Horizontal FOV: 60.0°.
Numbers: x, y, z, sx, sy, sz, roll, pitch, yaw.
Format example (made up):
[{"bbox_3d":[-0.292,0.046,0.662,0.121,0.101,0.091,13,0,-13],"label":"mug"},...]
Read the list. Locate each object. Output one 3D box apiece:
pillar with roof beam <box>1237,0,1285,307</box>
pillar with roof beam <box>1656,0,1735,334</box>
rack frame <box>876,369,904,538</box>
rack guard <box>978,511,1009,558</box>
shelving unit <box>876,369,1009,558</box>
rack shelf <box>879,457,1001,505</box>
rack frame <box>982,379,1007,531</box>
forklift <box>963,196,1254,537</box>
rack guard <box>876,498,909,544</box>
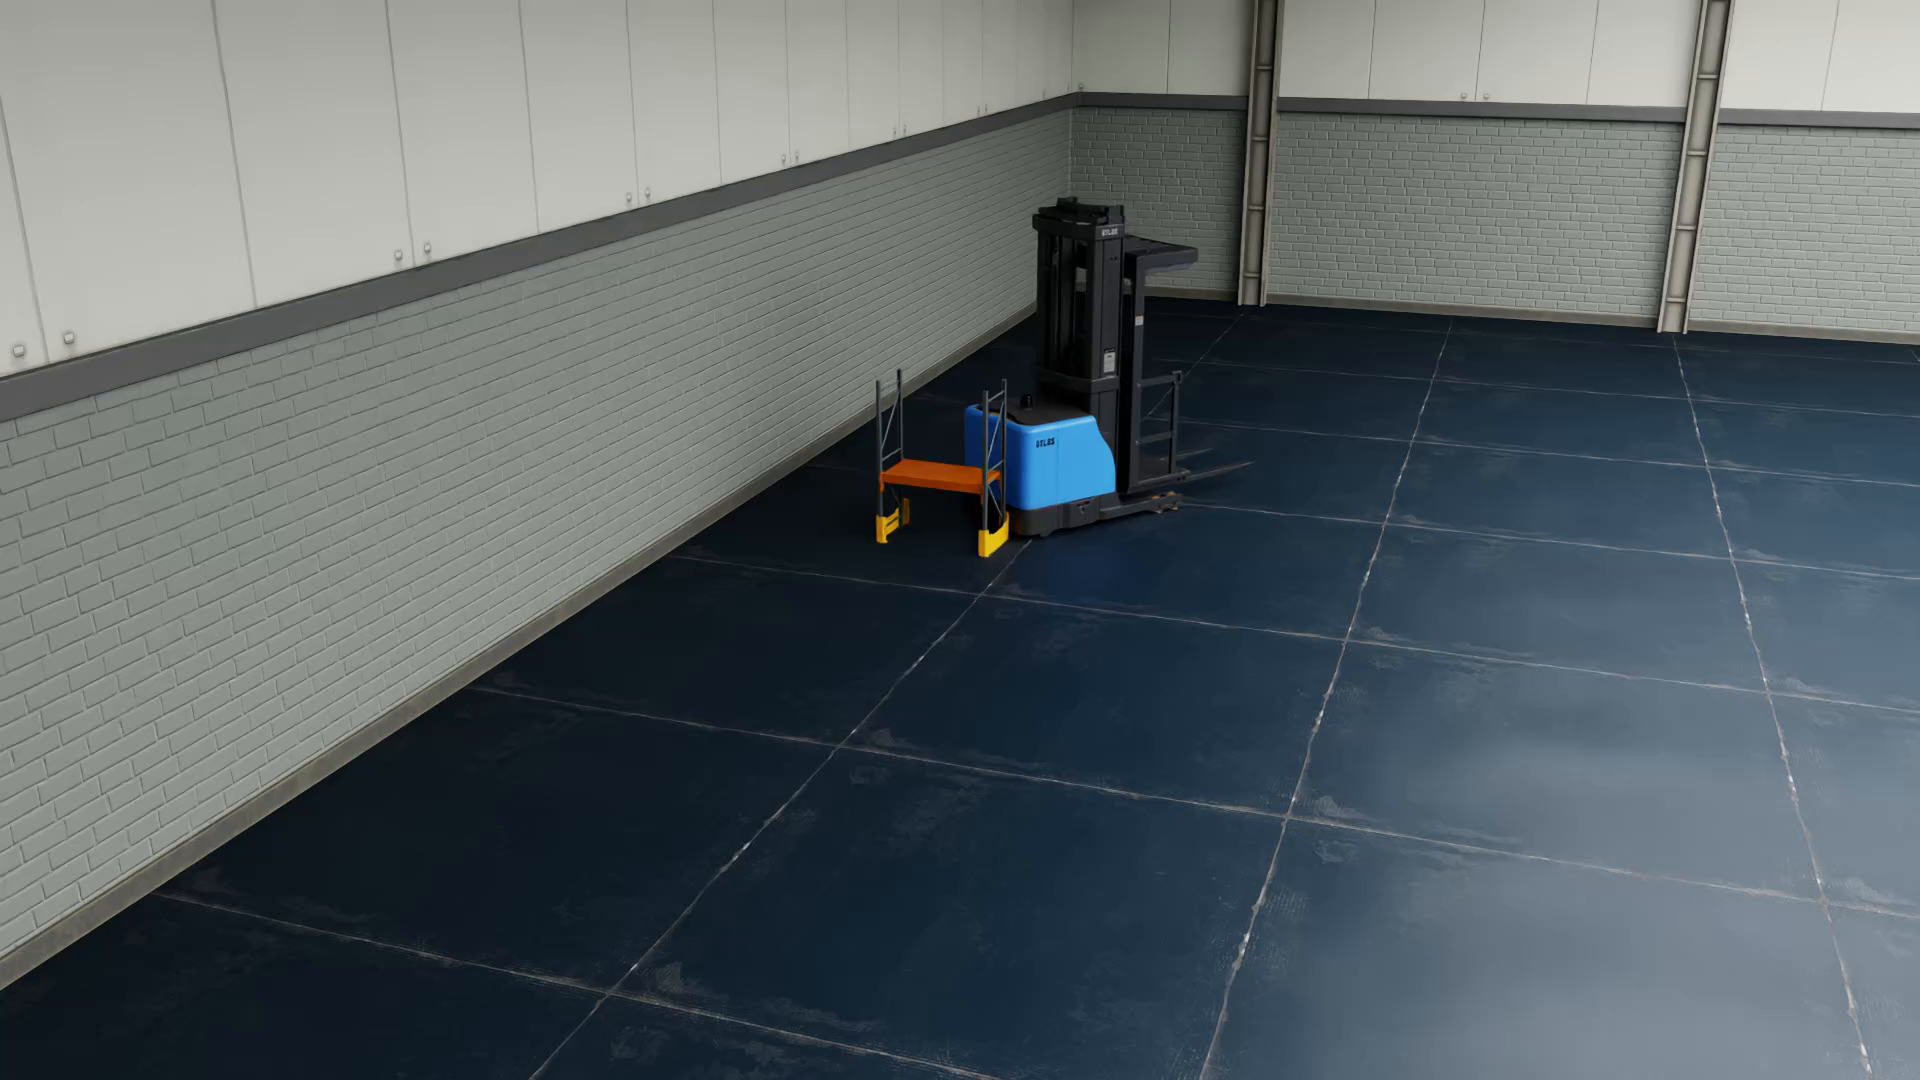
[{"bbox_3d":[3.087,-6.551,20.313,0.400,9.000,9.100,7,20,18],"label":"pillar with roof beam"},{"bbox_3d":[8.755,-5.903,18.454,0.400,9.000,9.100,7,20,18],"label":"pillar with roof beam"},{"bbox_3d":[-0.635,-0.771,15.123,0.032,1.500,0.500,8,21,21],"label":"rack frame"},{"bbox_3d":[0.305,-0.054,14.966,0.087,0.250,0.587,8,21,21],"label":"rack guard"},{"bbox_3d":[-0.156,-0.706,14.939,1.083,1.500,0.587,8,21,21],"label":"shelving unit"},{"bbox_3d":[-0.165,-0.538,15.001,1.000,0.185,0.538,8,21,21],"label":"rack shelf"},{"bbox_3d":[0.306,-0.644,14.760,0.032,1.500,0.500,8,21,21],"label":"rack frame"},{"bbox_3d":[1.532,-1.767,15.806,3.031,2.935,1.130,-13,23,-32],"label":"forklift"},{"bbox_3d":[-0.617,-0.178,15.322,0.087,0.250,0.587,8,21,21],"label":"rack guard"}]
